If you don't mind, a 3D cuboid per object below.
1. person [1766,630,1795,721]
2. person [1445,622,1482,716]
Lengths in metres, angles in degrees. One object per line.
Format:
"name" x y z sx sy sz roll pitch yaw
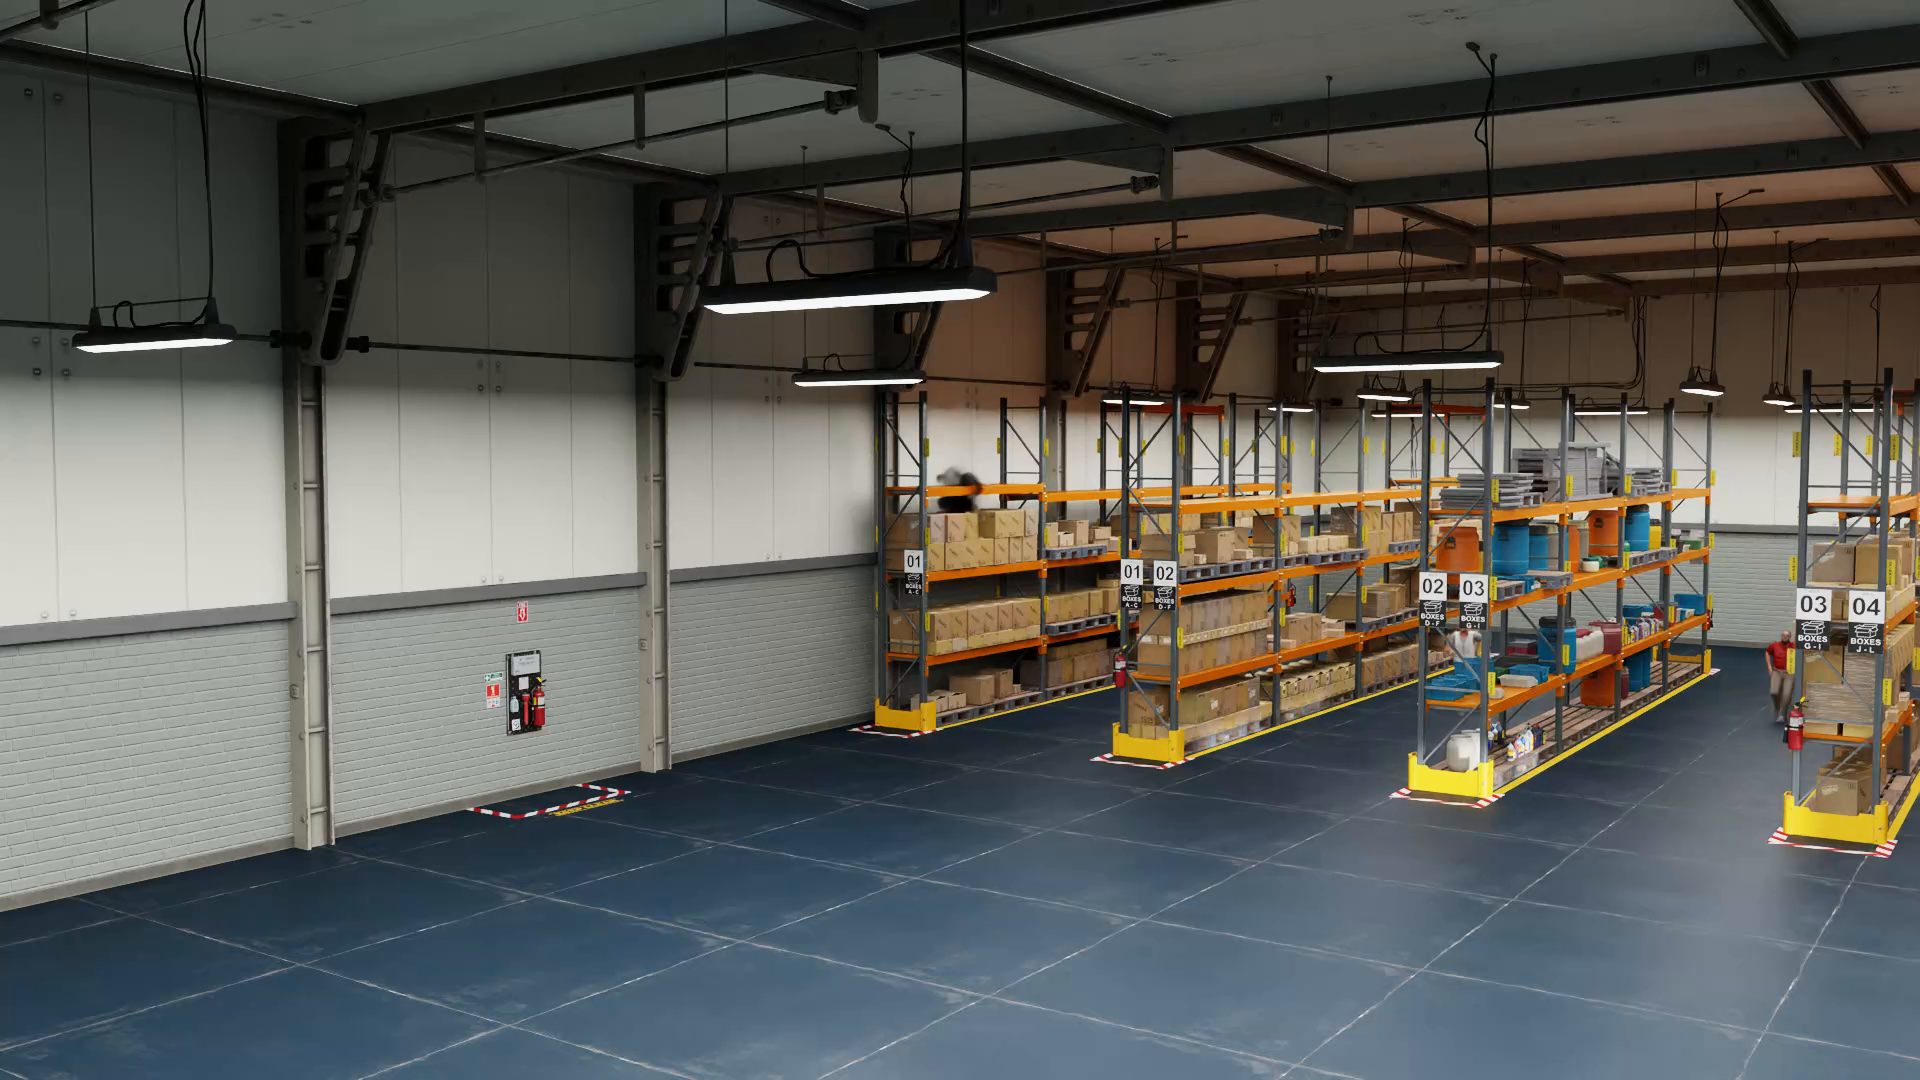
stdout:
"person" 15.012 2.475 30.298 0.663 1.683 0.614 2 4 31
"person" 9.541 2.379 31.449 0.690 1.848 0.913 2 4 26
